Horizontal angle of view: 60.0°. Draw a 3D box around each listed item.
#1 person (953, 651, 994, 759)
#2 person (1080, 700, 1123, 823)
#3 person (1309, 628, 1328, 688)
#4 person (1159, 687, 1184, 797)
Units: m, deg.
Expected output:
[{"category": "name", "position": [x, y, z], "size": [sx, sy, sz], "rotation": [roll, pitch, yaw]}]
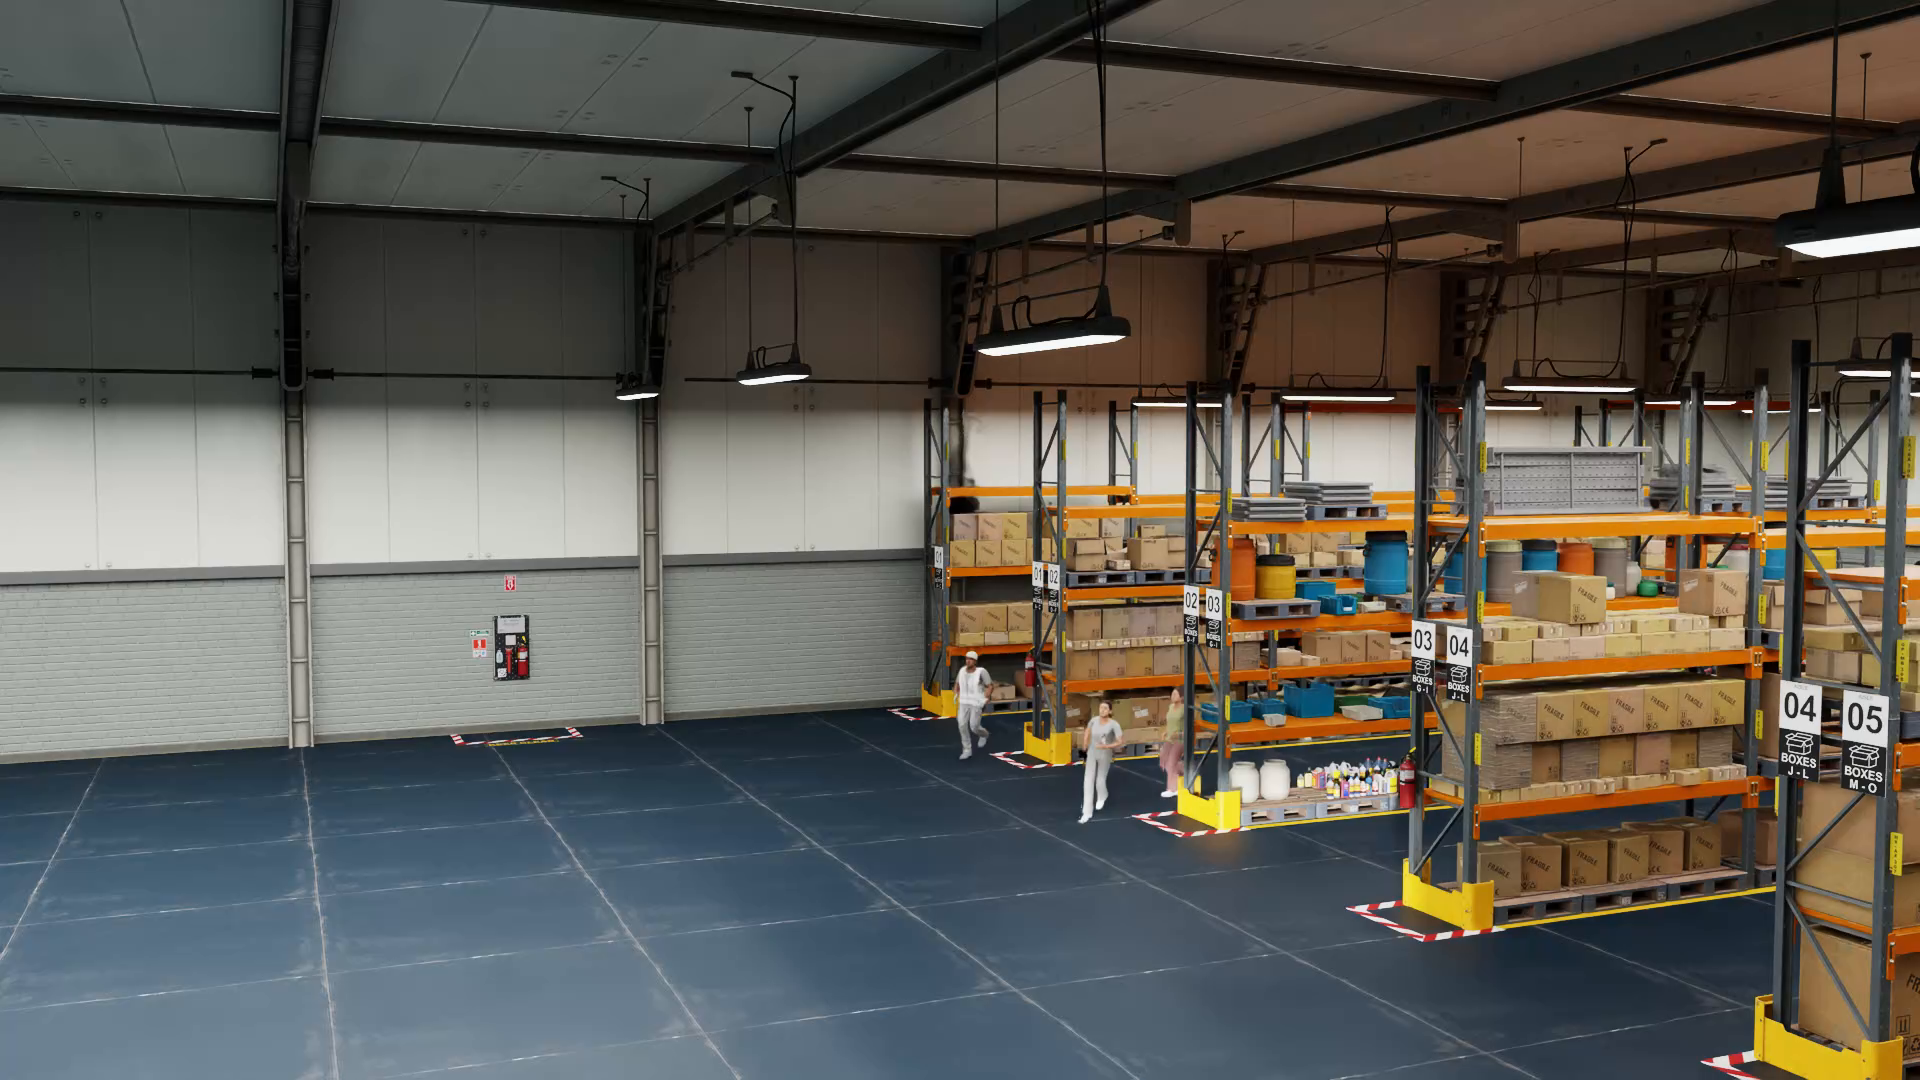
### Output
[{"category": "person", "position": [0.219, 2.689, 27.373], "size": [0.713, 1.752, 0.740], "rotation": [2, 4, 26]}, {"category": "person", "position": [1.975, 3.012, 22.873], "size": [0.601, 1.661, 0.865], "rotation": [2, 4, 26]}, {"category": "person", "position": [6.782, 2.501, 31.212], "size": [0.767, 1.741, 0.525], "rotation": [-1, 3, -15]}, {"category": "person", "position": [3.215, 2.937, 24.280], "size": [0.570, 1.610, 0.595], "rotation": [-3, 4, -40]}]
